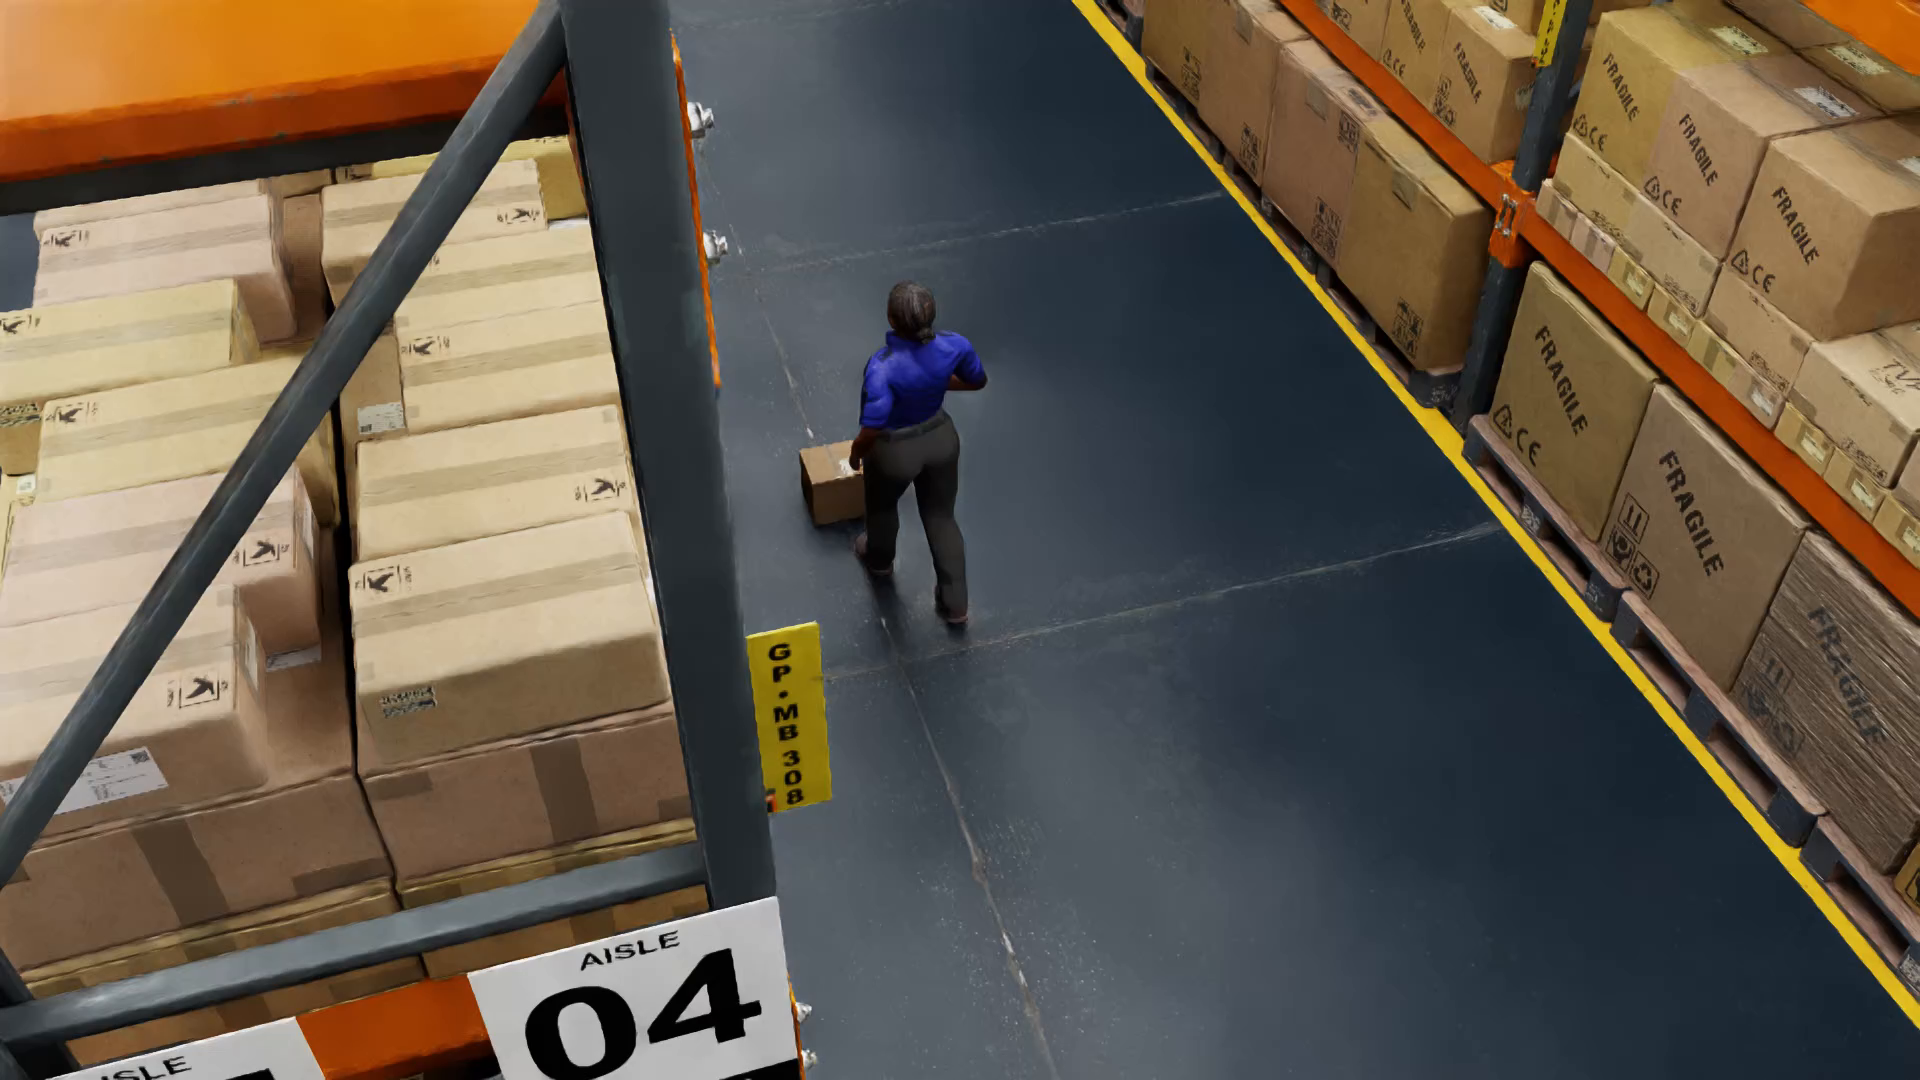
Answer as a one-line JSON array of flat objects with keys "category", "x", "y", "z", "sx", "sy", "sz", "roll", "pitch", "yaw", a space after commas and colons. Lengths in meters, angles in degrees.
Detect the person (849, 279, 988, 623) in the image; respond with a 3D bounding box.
[{"category": "person", "x": -0.240, "y": -0.405, "z": 6.600, "sx": 0.624, "sy": 1.649, "sz": 0.719, "roll": -20, "pitch": 46, "yaw": -21}]
